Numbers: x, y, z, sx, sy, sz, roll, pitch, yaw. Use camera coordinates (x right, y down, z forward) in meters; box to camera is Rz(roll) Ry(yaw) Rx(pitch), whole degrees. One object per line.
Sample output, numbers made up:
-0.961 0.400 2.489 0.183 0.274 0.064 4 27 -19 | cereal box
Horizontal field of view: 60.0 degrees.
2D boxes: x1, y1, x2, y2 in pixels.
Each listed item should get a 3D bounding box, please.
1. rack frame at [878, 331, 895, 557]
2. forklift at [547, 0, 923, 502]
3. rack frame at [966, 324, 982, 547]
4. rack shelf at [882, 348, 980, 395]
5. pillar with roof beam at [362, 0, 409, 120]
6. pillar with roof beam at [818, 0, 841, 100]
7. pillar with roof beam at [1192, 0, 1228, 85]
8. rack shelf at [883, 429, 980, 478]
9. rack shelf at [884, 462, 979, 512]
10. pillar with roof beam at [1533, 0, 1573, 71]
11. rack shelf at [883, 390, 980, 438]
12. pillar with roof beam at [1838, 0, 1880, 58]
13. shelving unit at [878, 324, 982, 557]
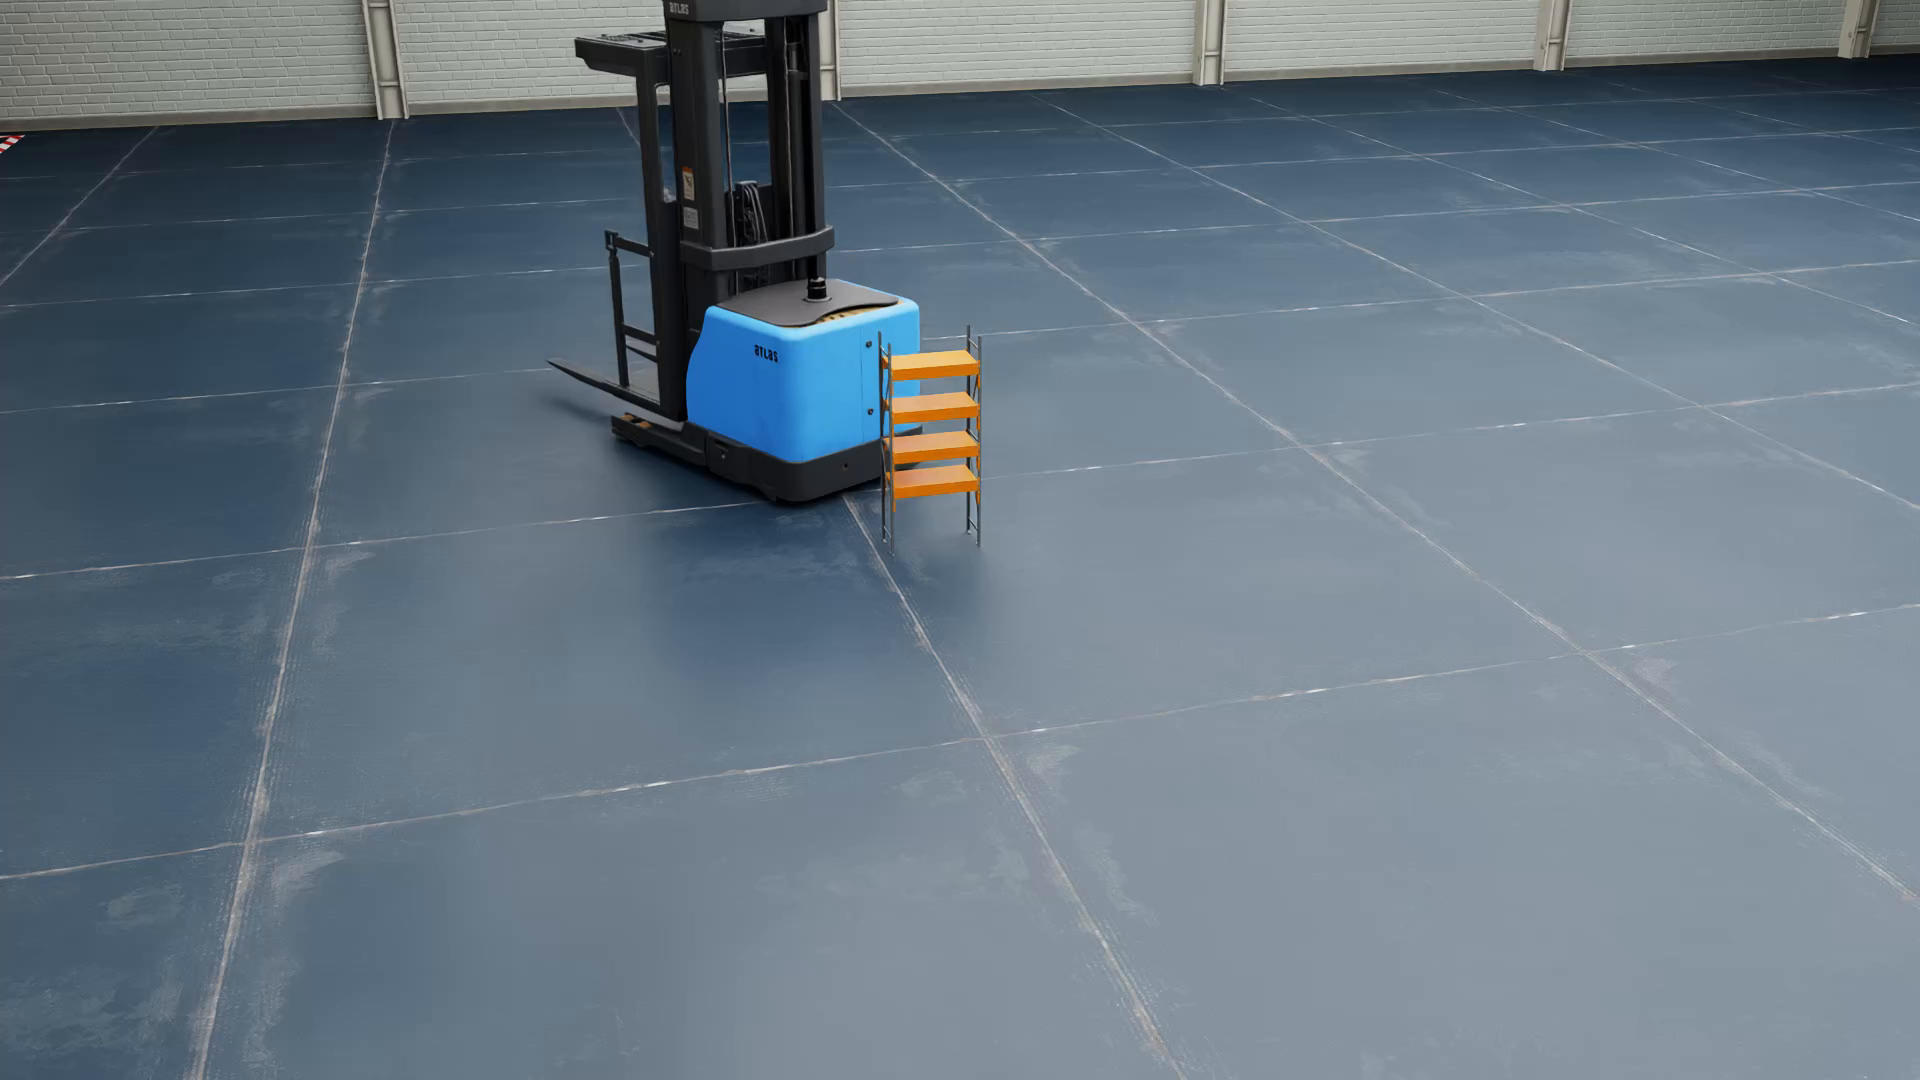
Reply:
-0.394 -0.508 8.912 0.015 1.200 0.240 -6 24 -14 | rack frame
-1.604 -2.058 10.330 1.130 2.935 3.031 -21 31 -39 | forklift
0.076 -0.560 9.033 0.015 1.200 0.240 -6 24 -14 | rack frame
-0.159 -0.895 8.817 0.480 0.148 0.258 -6 24 -14 | rack shelf
-6.567 -8.273 17.118 0.400 9.000 9.100 -6 24 -14 | pillar with roof beam
-0.790 -8.912 18.607 0.400 9.000 9.100 -6 24 -14 | pillar with roof beam
4.987 -9.551 20.097 0.400 9.000 9.100 -6 24 -14 | pillar with roof beam
-0.159 -0.472 8.999 0.480 0.148 0.258 -6 24 -14 | rack shelf
-0.159 -0.289 9.077 0.480 0.148 0.258 -6 24 -14 | rack shelf
10.764 -10.190 21.586 0.400 9.000 9.100 -6 24 -14 | pillar with roof beam
-0.159 -0.677 8.911 0.480 0.148 0.258 -6 24 -14 | rack shelf
16.541 -10.829 23.075 0.400 9.000 9.100 -6 24 -14 | pillar with roof beam
-0.159 -0.534 8.972 0.503 1.200 0.258 -6 24 -14 | shelving unit
